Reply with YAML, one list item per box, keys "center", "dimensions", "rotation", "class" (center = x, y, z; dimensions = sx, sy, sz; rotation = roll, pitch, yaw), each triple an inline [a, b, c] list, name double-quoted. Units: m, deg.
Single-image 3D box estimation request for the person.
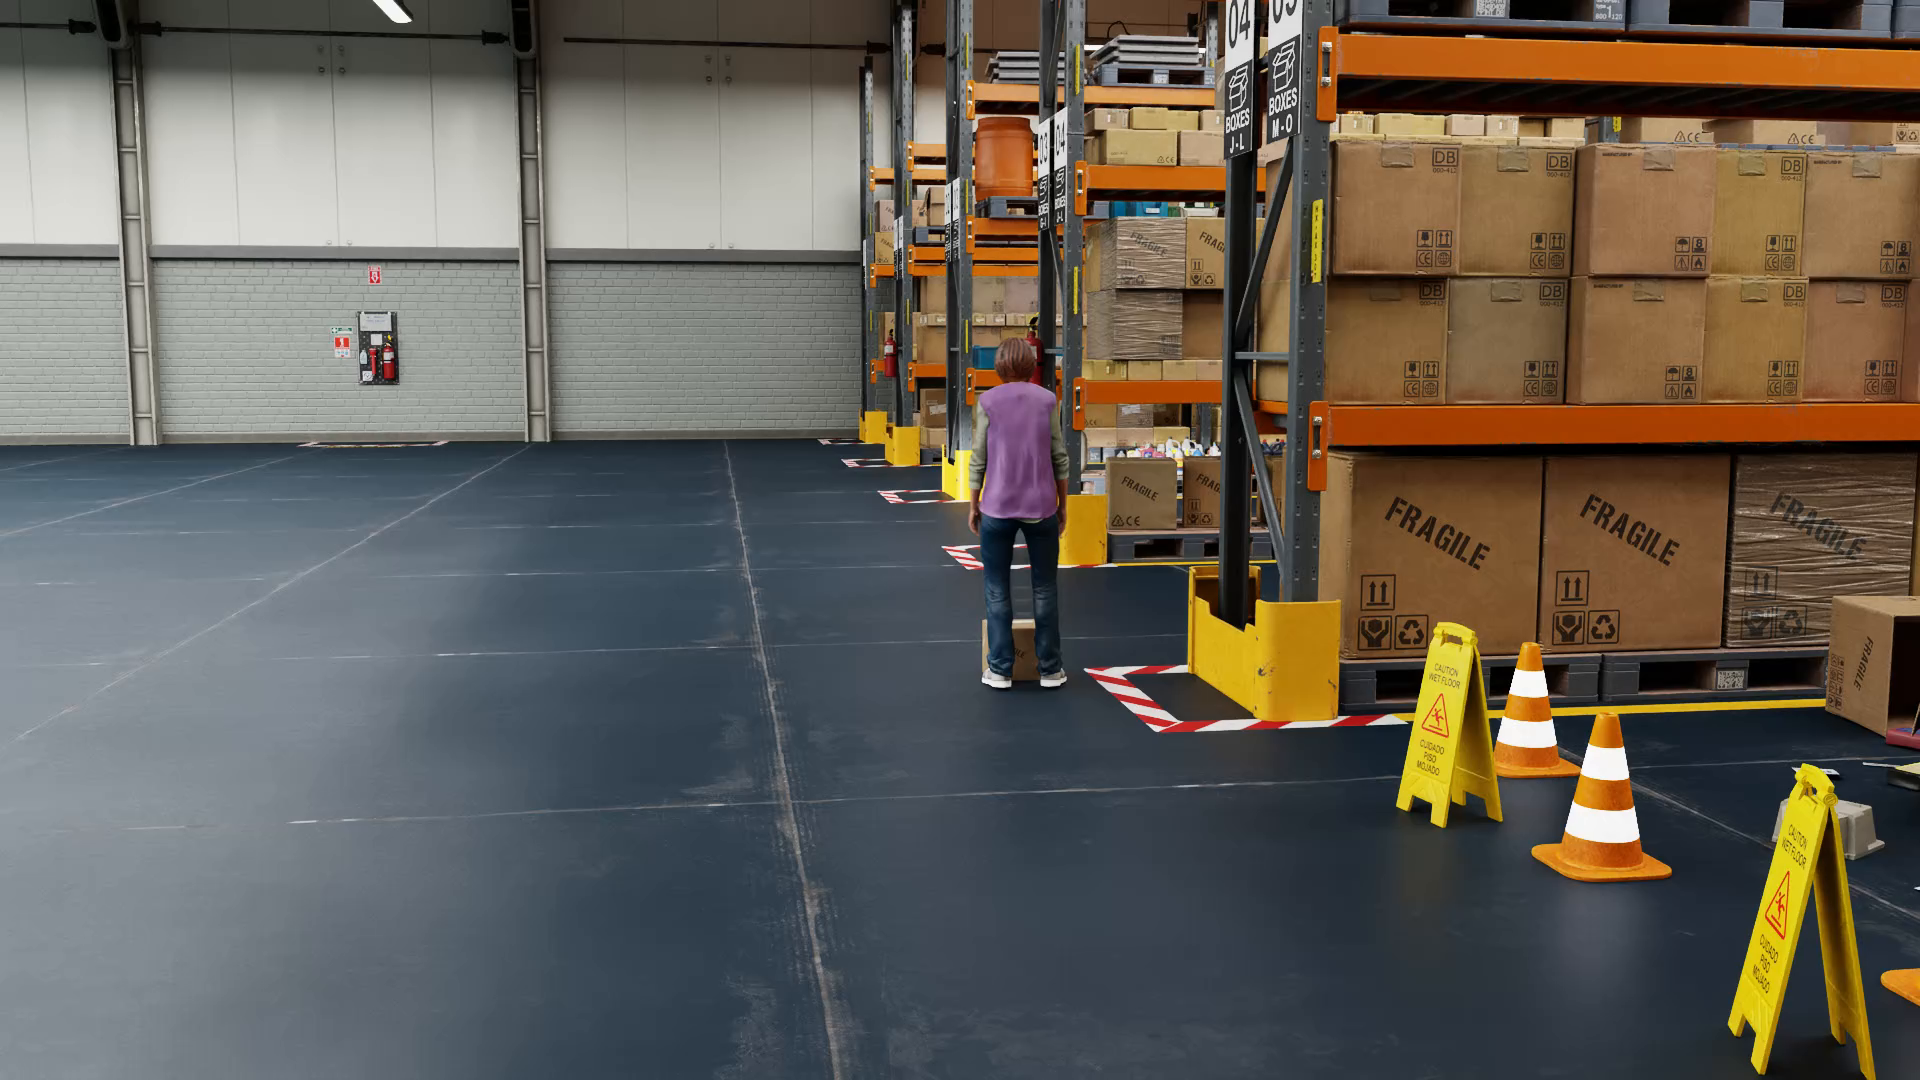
- center: [0.267, -0.120, 7.543]
  dimensions: [0.463, 1.593, 0.345]
  rotation: [0, 7, -3]
  class: "person"
